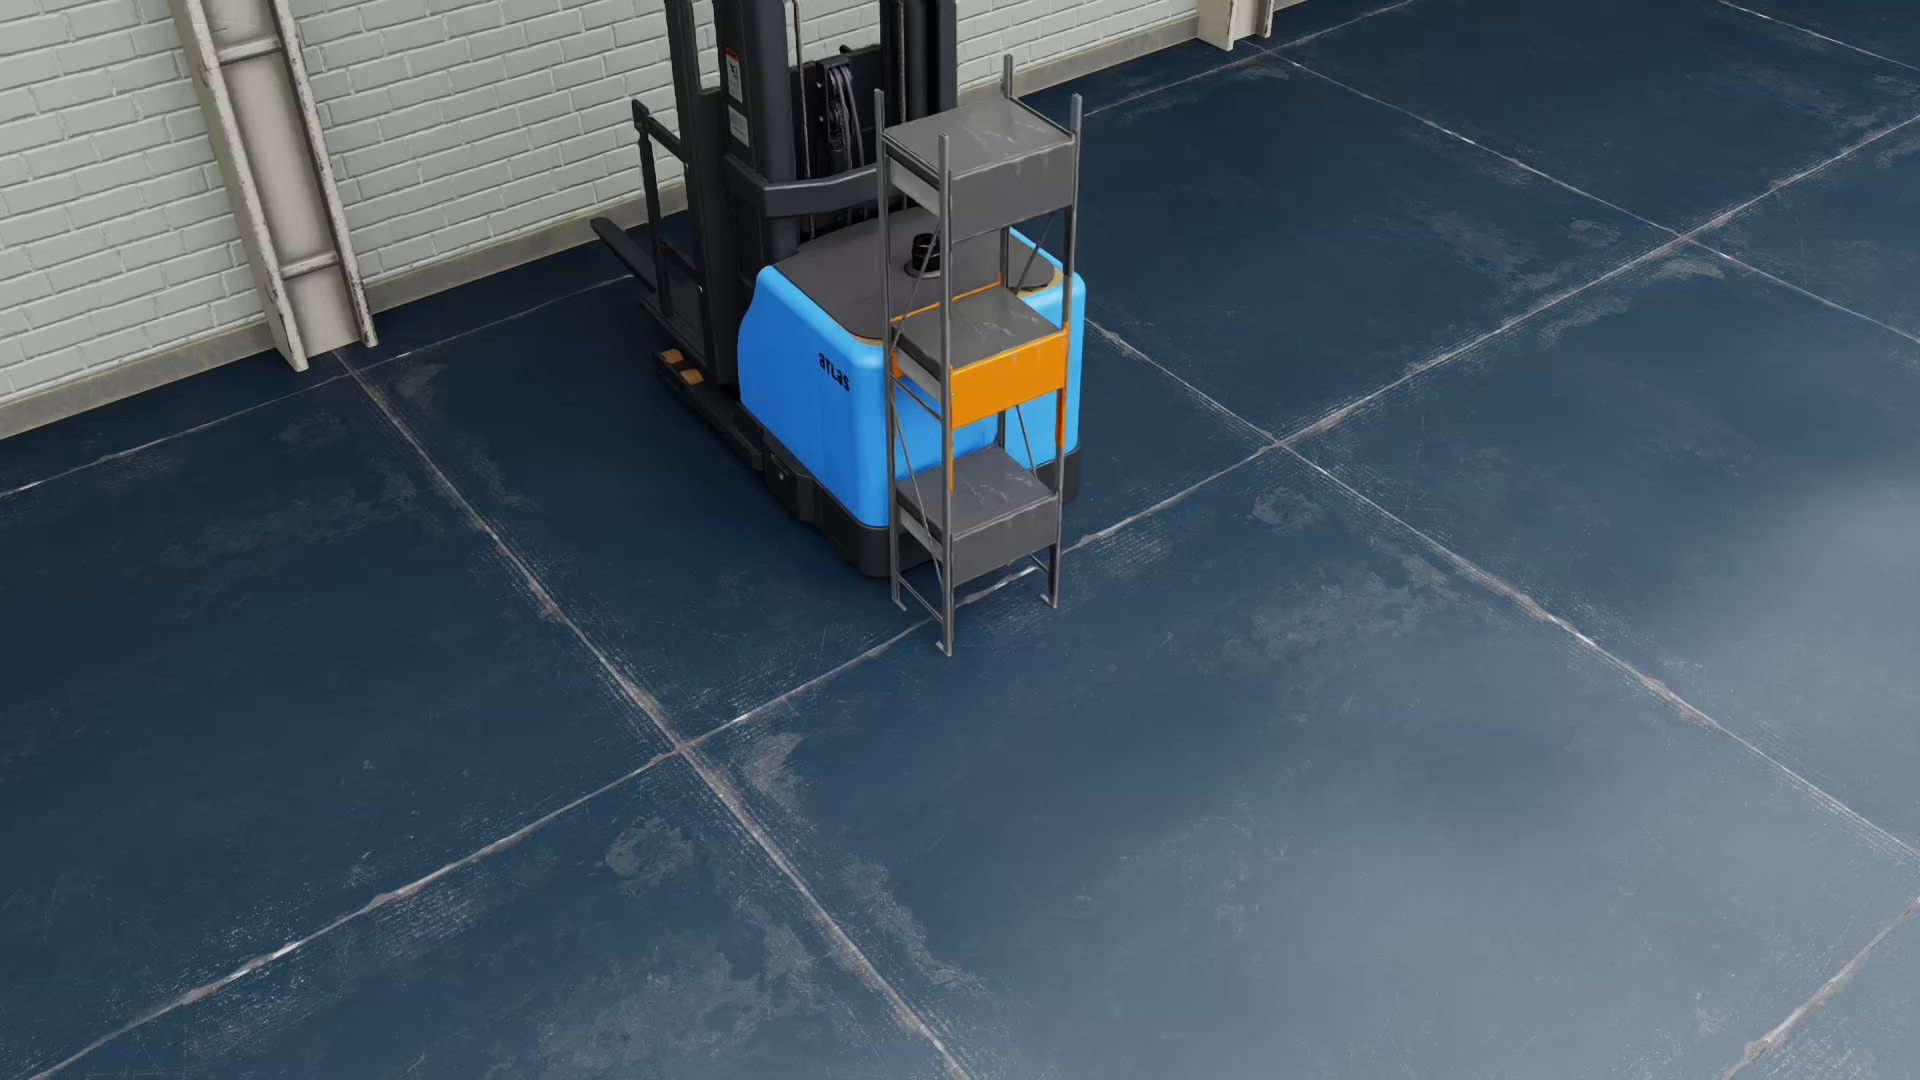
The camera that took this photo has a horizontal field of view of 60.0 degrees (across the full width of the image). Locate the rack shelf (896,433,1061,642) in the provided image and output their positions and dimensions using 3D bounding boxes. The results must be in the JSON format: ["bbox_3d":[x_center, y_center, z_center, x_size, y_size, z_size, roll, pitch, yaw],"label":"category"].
[{"bbox_3d":[0.054,-0.012,6.234,0.480,0.518,0.431,-23,45,-25],"label":"rack shelf"}]

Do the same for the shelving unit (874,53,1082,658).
[{"bbox_3d":[0.054,-0.564,5.781,0.503,2.100,0.431,-23,45,-25],"label":"shelving unit"}]

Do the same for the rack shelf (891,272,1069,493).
[{"bbox_3d":[0.054,-0.553,5.790,0.480,0.518,0.431,-23,45,-25],"label":"rack shelf"}]

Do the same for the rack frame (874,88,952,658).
[{"bbox_3d":[-0.149,-0.478,5.677,0.015,2.100,0.400,-23,45,-25],"label":"rack frame"}]

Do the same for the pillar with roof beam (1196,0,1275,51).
[{"bbox_3d":[4.376,-4.564,5.218,0.400,9.000,9.100,-26,46,-28],"label":"pillar with roof beam"}]

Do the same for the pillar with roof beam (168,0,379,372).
[{"bbox_3d":[-0.381,-2.245,2.391,0.400,9.000,9.100,-26,46,-28],"label":"pillar with roof beam"}]

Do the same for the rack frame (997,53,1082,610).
[{"bbox_3d":[0.257,-0.649,5.886,0.015,2.100,0.400,-23,45,-25],"label":"rack frame"}]

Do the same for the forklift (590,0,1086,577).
[{"bbox_3d":[-0.744,-1.890,6.743,1.130,2.935,3.031,-23,45,-25],"label":"forklift"}]

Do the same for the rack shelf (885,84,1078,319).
[{"bbox_3d":[0.054,-1.094,5.346,0.480,0.518,0.431,-23,45,-25],"label":"rack shelf"}]
